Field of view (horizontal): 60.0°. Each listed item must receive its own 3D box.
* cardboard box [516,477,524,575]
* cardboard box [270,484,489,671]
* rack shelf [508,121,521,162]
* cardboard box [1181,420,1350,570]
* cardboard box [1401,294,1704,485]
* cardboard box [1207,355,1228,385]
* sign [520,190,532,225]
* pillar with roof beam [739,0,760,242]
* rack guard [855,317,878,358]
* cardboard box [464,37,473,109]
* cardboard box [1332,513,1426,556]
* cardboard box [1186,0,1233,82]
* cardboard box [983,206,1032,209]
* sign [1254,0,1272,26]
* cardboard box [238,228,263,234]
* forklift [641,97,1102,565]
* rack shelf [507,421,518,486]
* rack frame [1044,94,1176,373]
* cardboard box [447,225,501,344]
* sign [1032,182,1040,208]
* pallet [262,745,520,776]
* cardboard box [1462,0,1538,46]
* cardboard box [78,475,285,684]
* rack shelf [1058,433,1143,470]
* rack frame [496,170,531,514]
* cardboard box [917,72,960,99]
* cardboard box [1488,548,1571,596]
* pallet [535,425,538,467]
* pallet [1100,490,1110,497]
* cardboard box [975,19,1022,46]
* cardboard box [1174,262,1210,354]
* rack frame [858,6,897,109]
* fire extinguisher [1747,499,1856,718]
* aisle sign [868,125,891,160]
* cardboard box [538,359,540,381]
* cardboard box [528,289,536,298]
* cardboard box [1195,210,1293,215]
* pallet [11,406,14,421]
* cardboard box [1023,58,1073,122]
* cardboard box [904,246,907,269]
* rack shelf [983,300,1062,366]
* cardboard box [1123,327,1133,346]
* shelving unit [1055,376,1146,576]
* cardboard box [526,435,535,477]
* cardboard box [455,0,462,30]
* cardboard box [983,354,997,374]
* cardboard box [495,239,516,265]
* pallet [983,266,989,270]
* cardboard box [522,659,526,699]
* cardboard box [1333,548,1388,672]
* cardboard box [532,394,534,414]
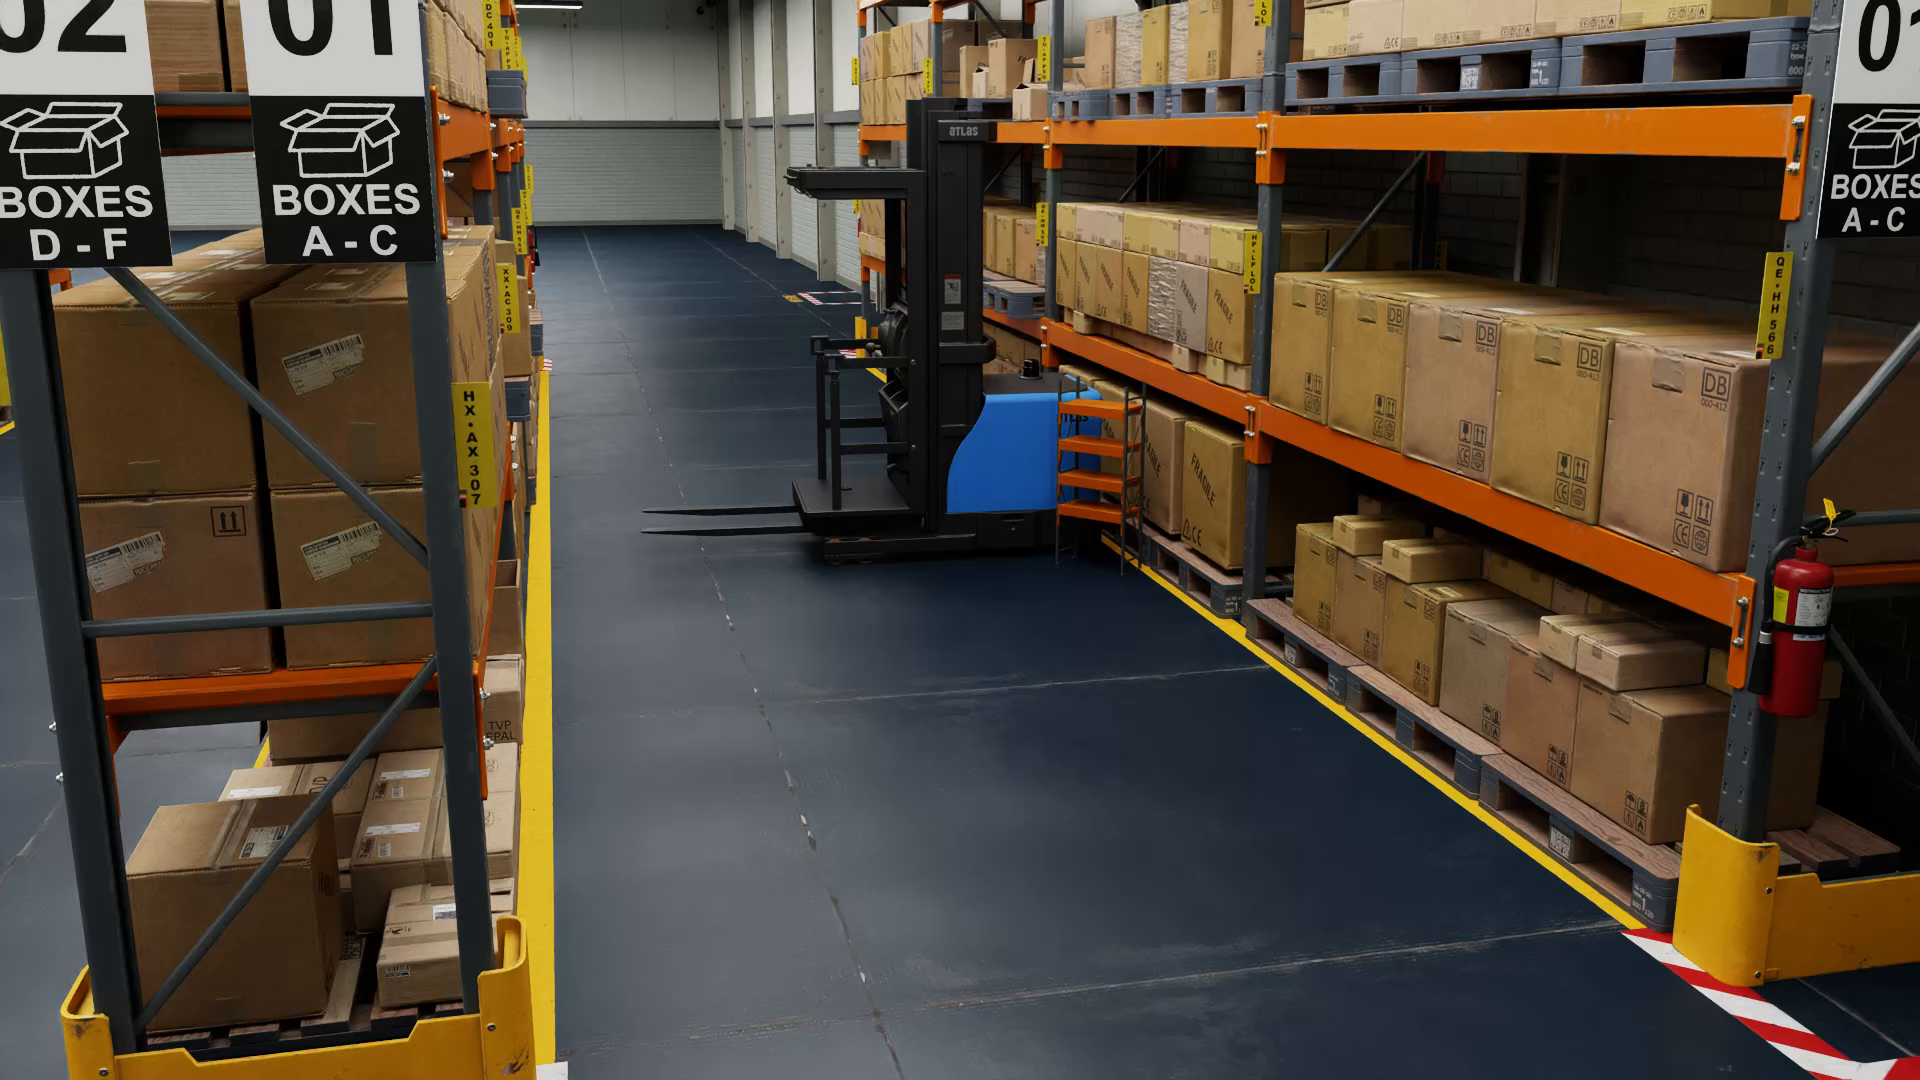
[{"bbox_3d":[-2.841,-0.077,9.762,0.500,0.500,0.500,-3,14,-13],"label":"cardboard box"},{"bbox_3d":[-1.626,0.043,4.721,0.500,0.500,0.500,-3,14,-12],"label":"cardboard box"},{"bbox_3d":[-4.127,-3.206,13.425,1.077,0.370,4.000,-3,14,-13],"label":"rack shelf"},{"bbox_3d":[1.817,-0.294,9.954,0.750,0.750,0.750,-3,14,-13],"label":"cardboard box"},{"bbox_3d":[2.555,-0.675,7.237,0.980,0.700,0.700,-4,14,-16],"label":"cardboard box"},{"bbox_3d":[1.660,-0.998,9.679,0.380,0.149,0.250,-3,14,-12],"label":"cardboard box"},{"bbox_3d":[-4.071,-3.116,15.589,0.100,0.325,0.005,-3,14,-13],"label":"sign"},{"bbox_3d":[-9.538,-11.857,41.000,9.100,9.000,0.400,-3,14,-13],"label":"pillar with roof beam"},{"bbox_3d":[-0.704,-2.528,20.720,1.175,0.500,0.348,-3,14,-13],"label":"rack guard"},{"bbox_3d":[-1.999,-1.655,5.876,0.500,0.250,0.500,-3,14,-13],"label":"cardboard box"},{"bbox_3d":[2.075,-0.029,8.239,0.380,0.149,0.250,-3,14,-11],"label":"cardboard box"},{"bbox_3d":[1.803,-3.045,10.111,0.700,0.500,0.500,-4,14,-14],"label":"cardboard box"},{"bbox_3d":[0.304,-2.980,16.166,0.700,0.500,0.500,-3,14,-13],"label":"cardboard box"},{"bbox_3d":[1.571,-2.820,8.576,0.100,0.325,0.005,-3,14,-13],"label":"sign"},{"bbox_3d":[-2.881,-1.124,7.391,0.500,0.500,0.500,-3,14,-12],"label":"cardboard box"},{"bbox_3d":[-0.618,-1.398,10.973,3.031,2.935,1.130,-2,14,-10],"label":"forklift"},{"bbox_3d":[-3.187,-0.826,10.004,1.077,0.370,4.000,-3,14,-13],"label":"rack shelf"},{"bbox_3d":[1.157,-1.914,12.941,1.000,3.000,0.127,-3,14,-13],"label":"rack frame"},{"bbox_3d":[-2.347,-1.146,7.482,0.500,0.500,0.500,-3,14,-13],"label":"cardboard box"},{"bbox_3d":[0.756,-3.431,16.711,0.100,0.325,0.005,-3,14,-13],"label":"sign"},{"bbox_3d":[-2.267,1.081,6.558,1.003,0.211,1.213,-3,14,-13],"label":"pallet"},{"bbox_3d":[2.356,-2.099,6.600,0.500,0.250,0.500,-4,14,-15],"label":"cardboard box"},{"bbox_3d":[-2.148,0.072,4.602,0.500,0.500,0.500,-3,14,-11],"label":"cardboard box"},{"bbox_3d":[0.893,-0.565,10.553,0.480,0.148,0.258,10,17,35],"label":"rack shelf"},{"bbox_3d":[-3.657,-1.637,11.807,1.000,3.000,0.127,-3,14,-13],"label":"rack frame"},{"bbox_3d":[-0.142,-4.456,16.771,0.500,0.500,0.500,-3,14,-12],"label":"cardboard box"},{"bbox_3d":[2.640,0.138,7.559,0.380,0.149,0.250,-4,14,-14],"label":"cardboard box"},{"bbox_3d":[-4.096,-0.755,14.074,1.003,0.211,1.213,-3,14,-13],"label":"pallet"},{"bbox_3d":[1.269,-0.373,12.510,1.003,0.211,1.213,-3,14,-13],"label":"pallet"},{"bbox_3d":[0.380,-4.967,16.757,0.500,0.500,0.500,-3,14,-12],"label":"cardboard box"},{"bbox_3d":[1.614,-1.404,9.972,0.500,0.500,0.500,-3,14,-13],"label":"cardboard box"},{"bbox_3d":[-0.722,-6.674,19.783,1.000,3.000,0.127,-3,14,-13],"label":"rack frame"},{"bbox_3d":[2.623,0.211,5.193,0.296,0.674,0.183,-3,14,-13],"label":"fire extinguisher"},{"bbox_3d":[-1.030,-5.022,20.186,0.394,0.787,0.004,-3,14,-13],"label":"aisle sign"},{"bbox_3d":[-4.636,-1.783,17.315,0.500,0.250,0.500,-3,14,-13],"label":"cardboard box"},{"bbox_3d":[-5.121,-2.608,19.111,0.500,0.500,0.500,-3,14,-13],"label":"cardboard box"},{"bbox_3d":[1.871,-2.035,10.978,0.500,0.250,0.500,-4,14,-15],"label":"cardboard box"},{"bbox_3d":[-9.820,-1.369,16.587,1.003,0.211,1.213,-3,14,-13],"label":"pallet"},{"bbox_3d":[0.943,-3.735,13.816,0.797,0.503,0.637,-1,14,-5],"label":"cardboard box"},{"bbox_3d":[-0.297,-2.981,17.584,0.500,0.250,0.500,-3,14,-13],"label":"cardboard box"},{"bbox_3d":[0.687,-2.026,14.915,1.077,0.370,4.000,-3,14,-13],"label":"rack shelf"},{"bbox_3d":[1.338,-1.418,11.396,0.380,0.149,0.250,-3,14,-12],"label":"cardboard box"},{"bbox_3d":[0.893,-0.413,10.590,0.503,1.200,0.258,10,17,35],"label":"shelving unit"},{"bbox_3d":[-3.495,-0.643,12.646,0.500,0.250,0.500,-3,14,-13],"label":"cardboard box"},{"bbox_3d":[-1.880,-1.782,5.345,0.500,0.250,0.500,-3,14,-13],"label":"cardboard box"},{"bbox_3d":[0.577,-1.551,15.795,0.700,0.500,0.500,-4,14,-14],"label":"cardboard box"},{"bbox_3d":[-3.400,-1.751,11.177,0.700,0.500,0.500,-9,16,-32],"label":"cardboard box"},{"bbox_3d":[0.256,-2.559,15.986,1.003,0.211,1.213,-3,14,-13],"label":"pallet"},{"bbox_3d":[-2.162,0.656,7.503,0.380,0.149,0.250,-3,14,-13],"label":"cardboard box"},{"bbox_3d":[2.287,0.313,8.206,0.700,0.500,0.500,-3,14,-14],"label":"cardboard box"},{"bbox_3d":[-3.744,-1.153,13.555,0.500,0.311,0.500,-4,14,-15],"label":"cardboard box"}]
